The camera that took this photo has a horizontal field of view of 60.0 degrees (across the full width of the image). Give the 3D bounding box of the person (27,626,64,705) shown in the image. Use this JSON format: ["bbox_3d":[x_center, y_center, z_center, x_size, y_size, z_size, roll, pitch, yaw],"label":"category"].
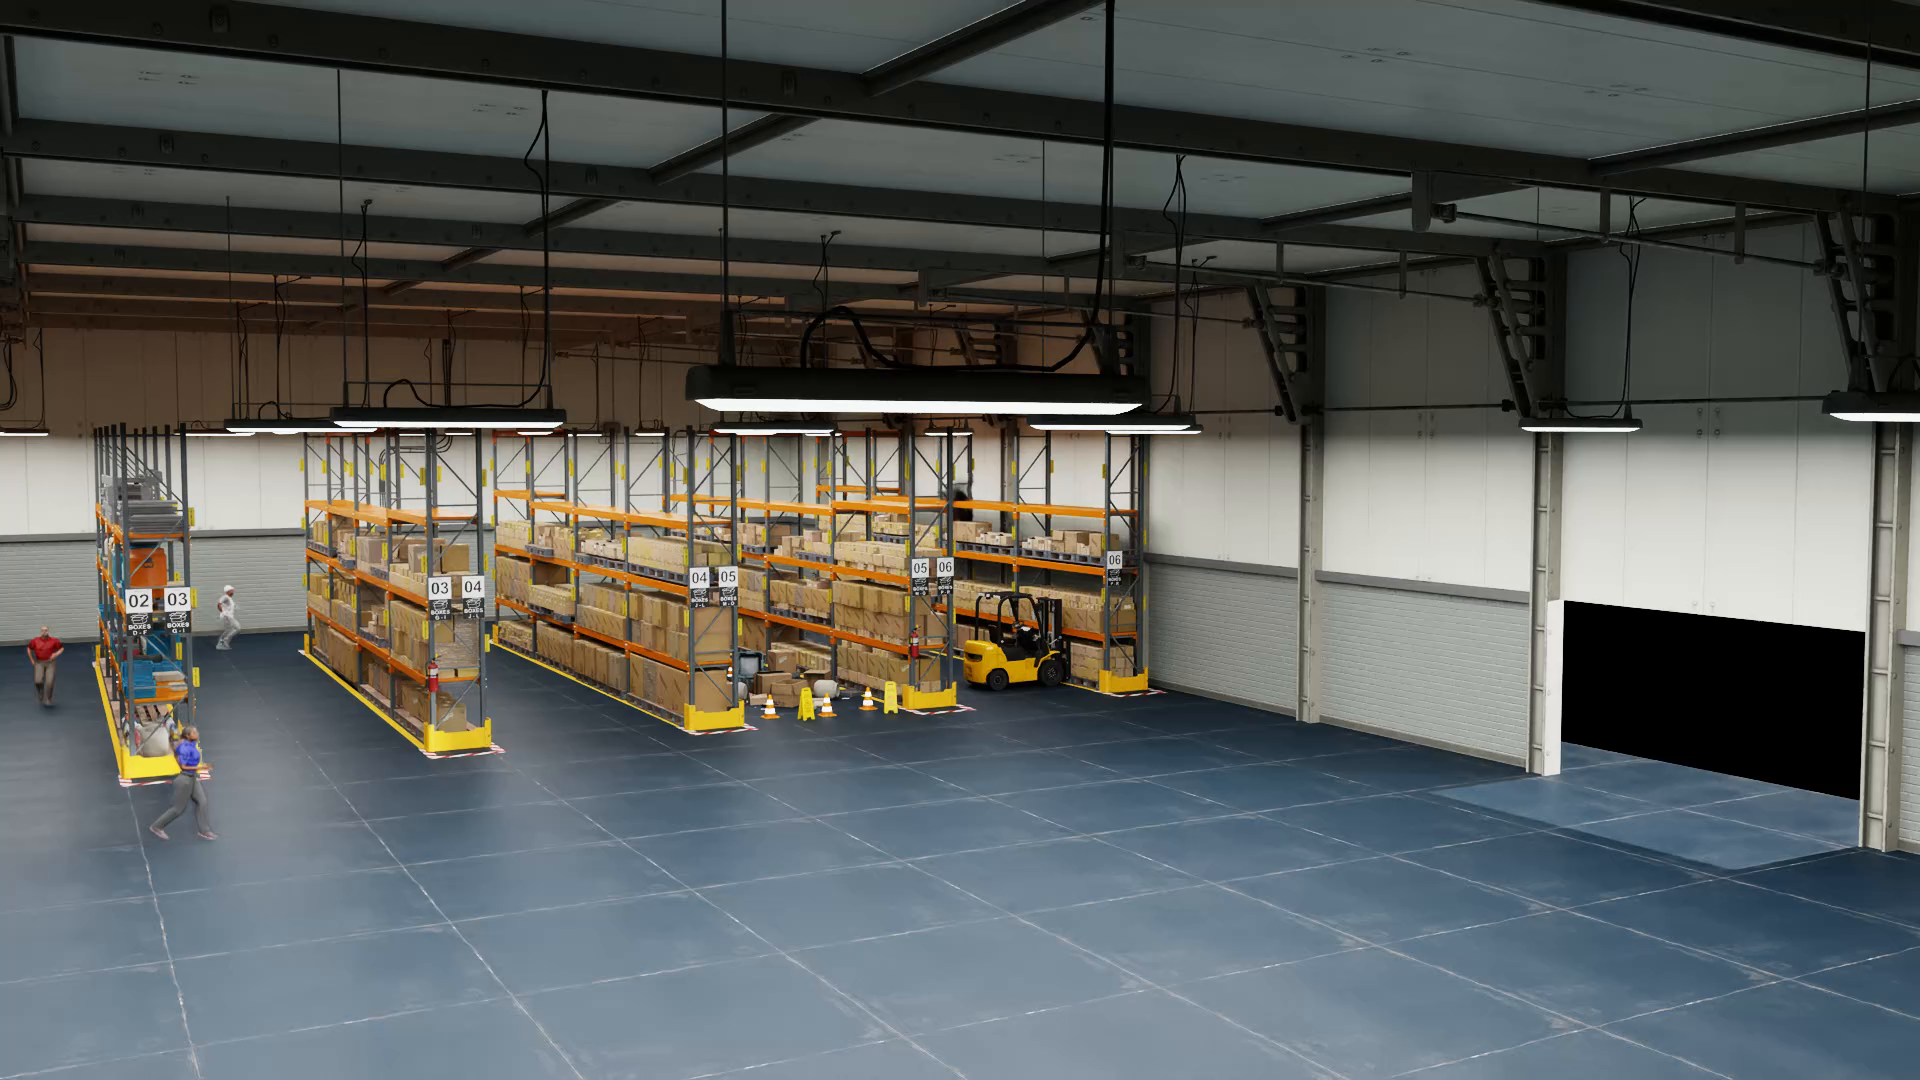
[{"bbox_3d":[-19.688,2.706,35.803,0.710,1.697,0.563,-2,4,-25],"label":"person"}]

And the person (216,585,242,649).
[{"bbox_3d":[-19.883,2.100,45.234,0.668,1.732,0.676,-1,4,-22],"label":"person"}]

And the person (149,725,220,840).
[{"bbox_3d":[-11.039,3.452,23.627,0.884,1.648,0.552,-1,4,-11],"label":"person"}]
